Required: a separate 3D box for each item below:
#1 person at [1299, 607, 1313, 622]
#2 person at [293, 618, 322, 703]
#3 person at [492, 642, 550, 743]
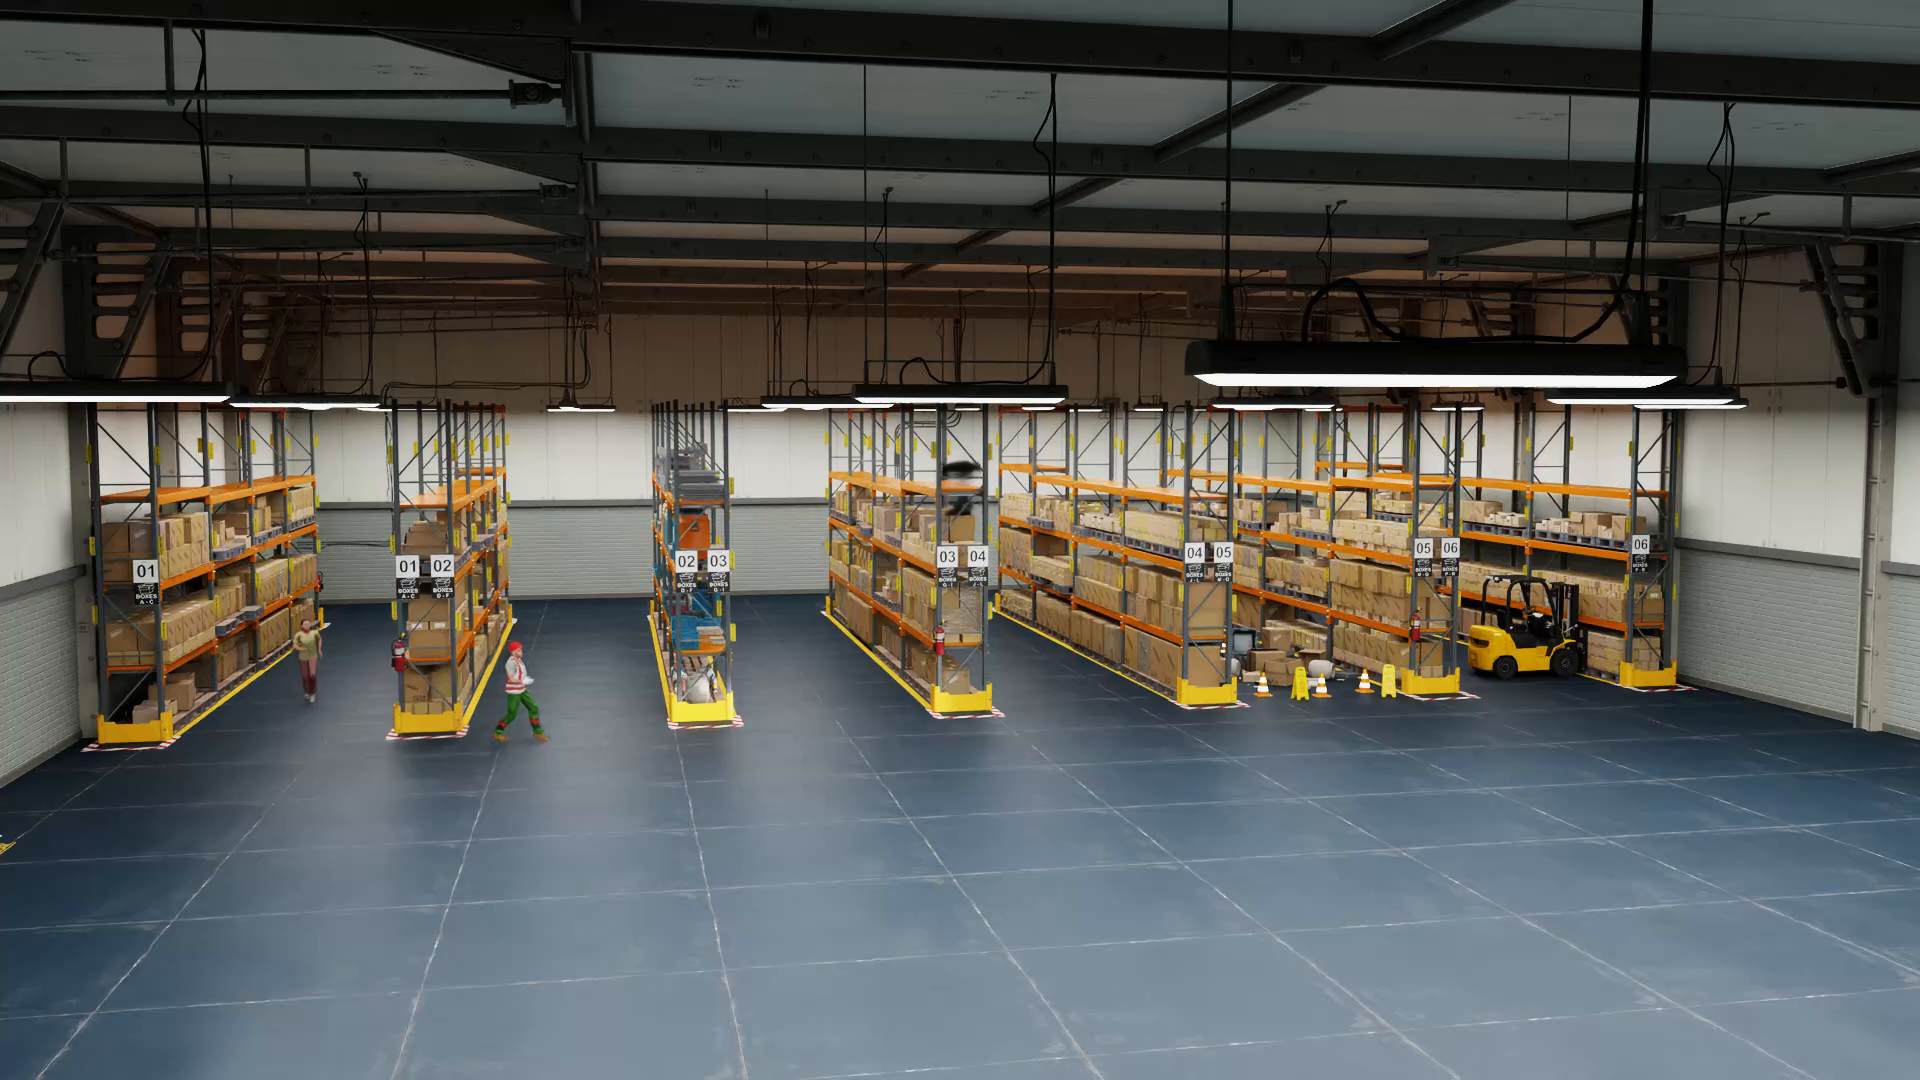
[{"bbox_3d":[9.252,1.552,44.455,0.664,1.656,0.554,-1,4,-14],"label":"person"},{"bbox_3d":[-12.986,2.397,33.103,0.522,1.691,0.780,-1,5,-19],"label":"person"},{"bbox_3d":[-7.652,2.658,28.818,0.909,1.803,0.655,0,4,7],"label":"person"}]
